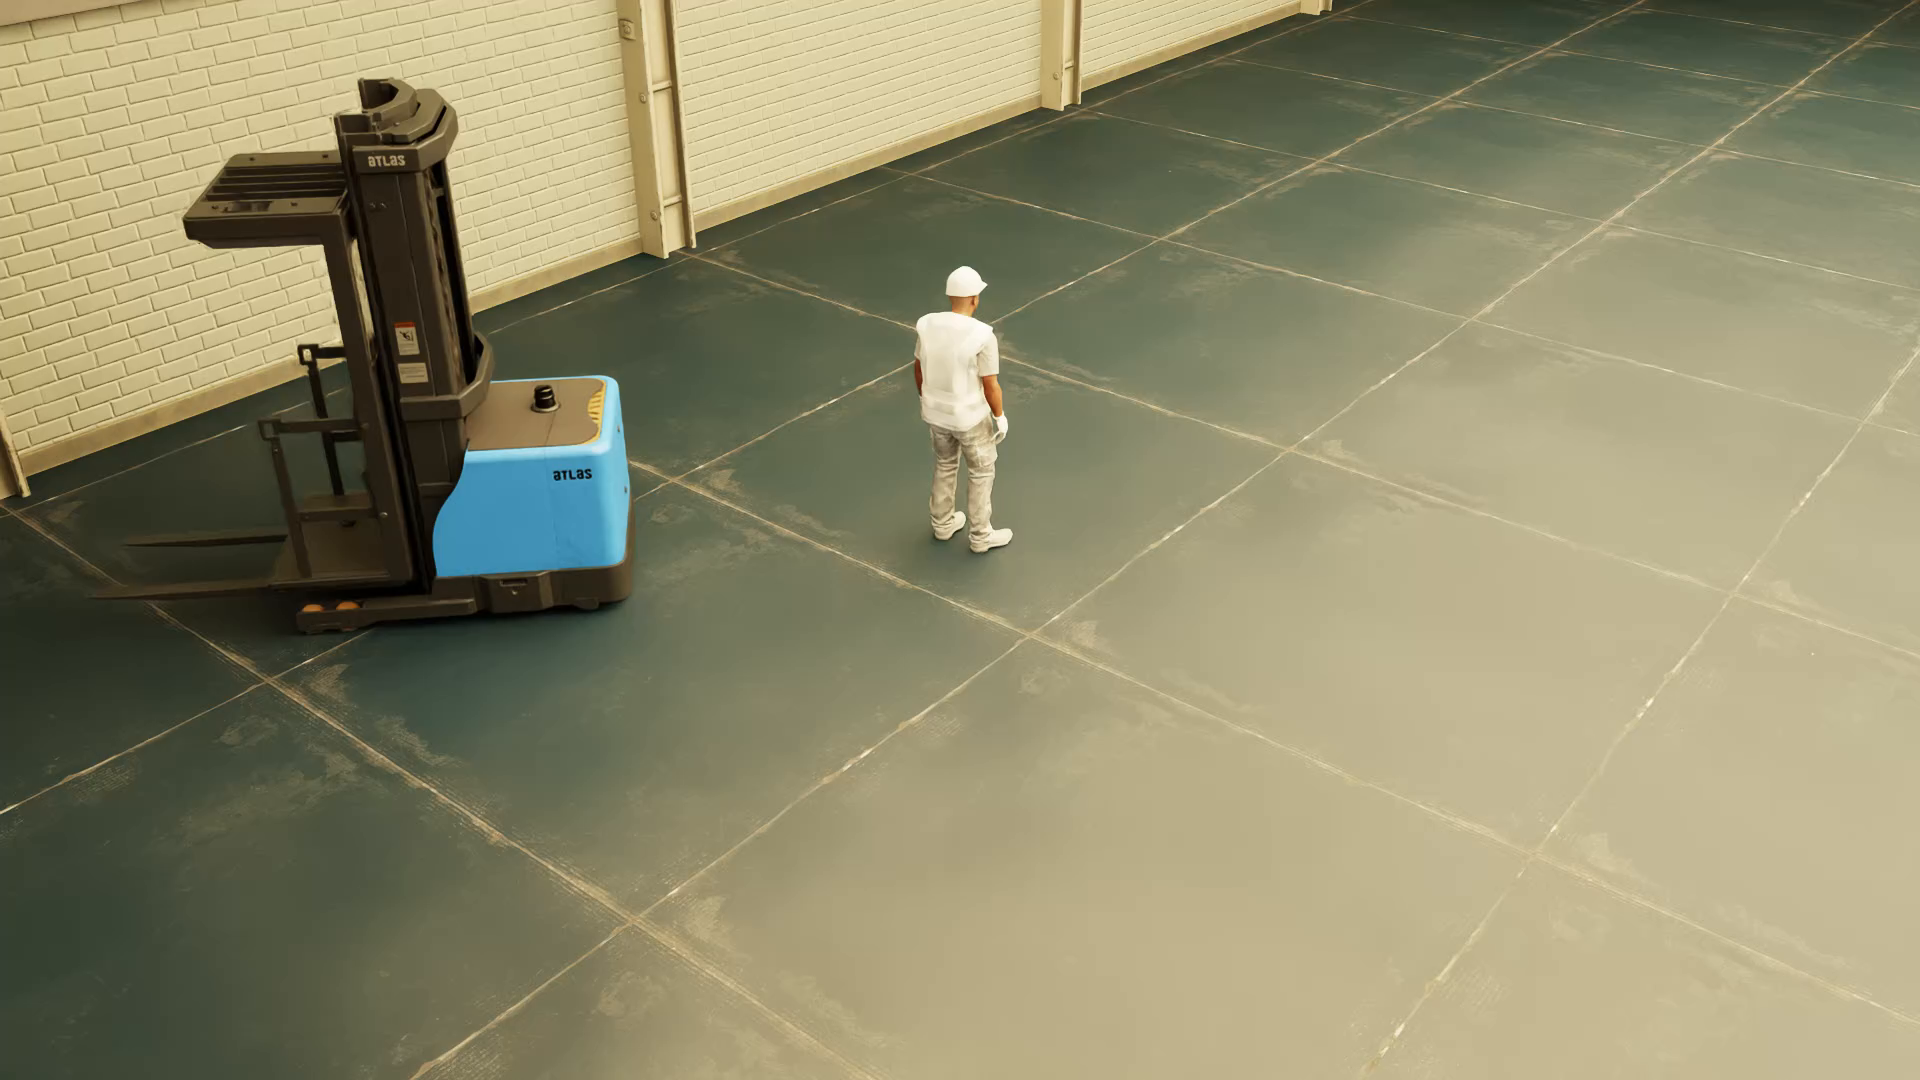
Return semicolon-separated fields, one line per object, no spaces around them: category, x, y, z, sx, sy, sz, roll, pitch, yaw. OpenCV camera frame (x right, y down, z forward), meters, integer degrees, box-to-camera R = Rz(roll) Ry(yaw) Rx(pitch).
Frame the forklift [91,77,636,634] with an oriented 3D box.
forklift;-3.506;-1.010;9.324;3.031;2.935;1.130;-4;31;-6

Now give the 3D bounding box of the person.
person;0.010;-0.785;10.089;0.620;1.773;0.449;20;36;30
